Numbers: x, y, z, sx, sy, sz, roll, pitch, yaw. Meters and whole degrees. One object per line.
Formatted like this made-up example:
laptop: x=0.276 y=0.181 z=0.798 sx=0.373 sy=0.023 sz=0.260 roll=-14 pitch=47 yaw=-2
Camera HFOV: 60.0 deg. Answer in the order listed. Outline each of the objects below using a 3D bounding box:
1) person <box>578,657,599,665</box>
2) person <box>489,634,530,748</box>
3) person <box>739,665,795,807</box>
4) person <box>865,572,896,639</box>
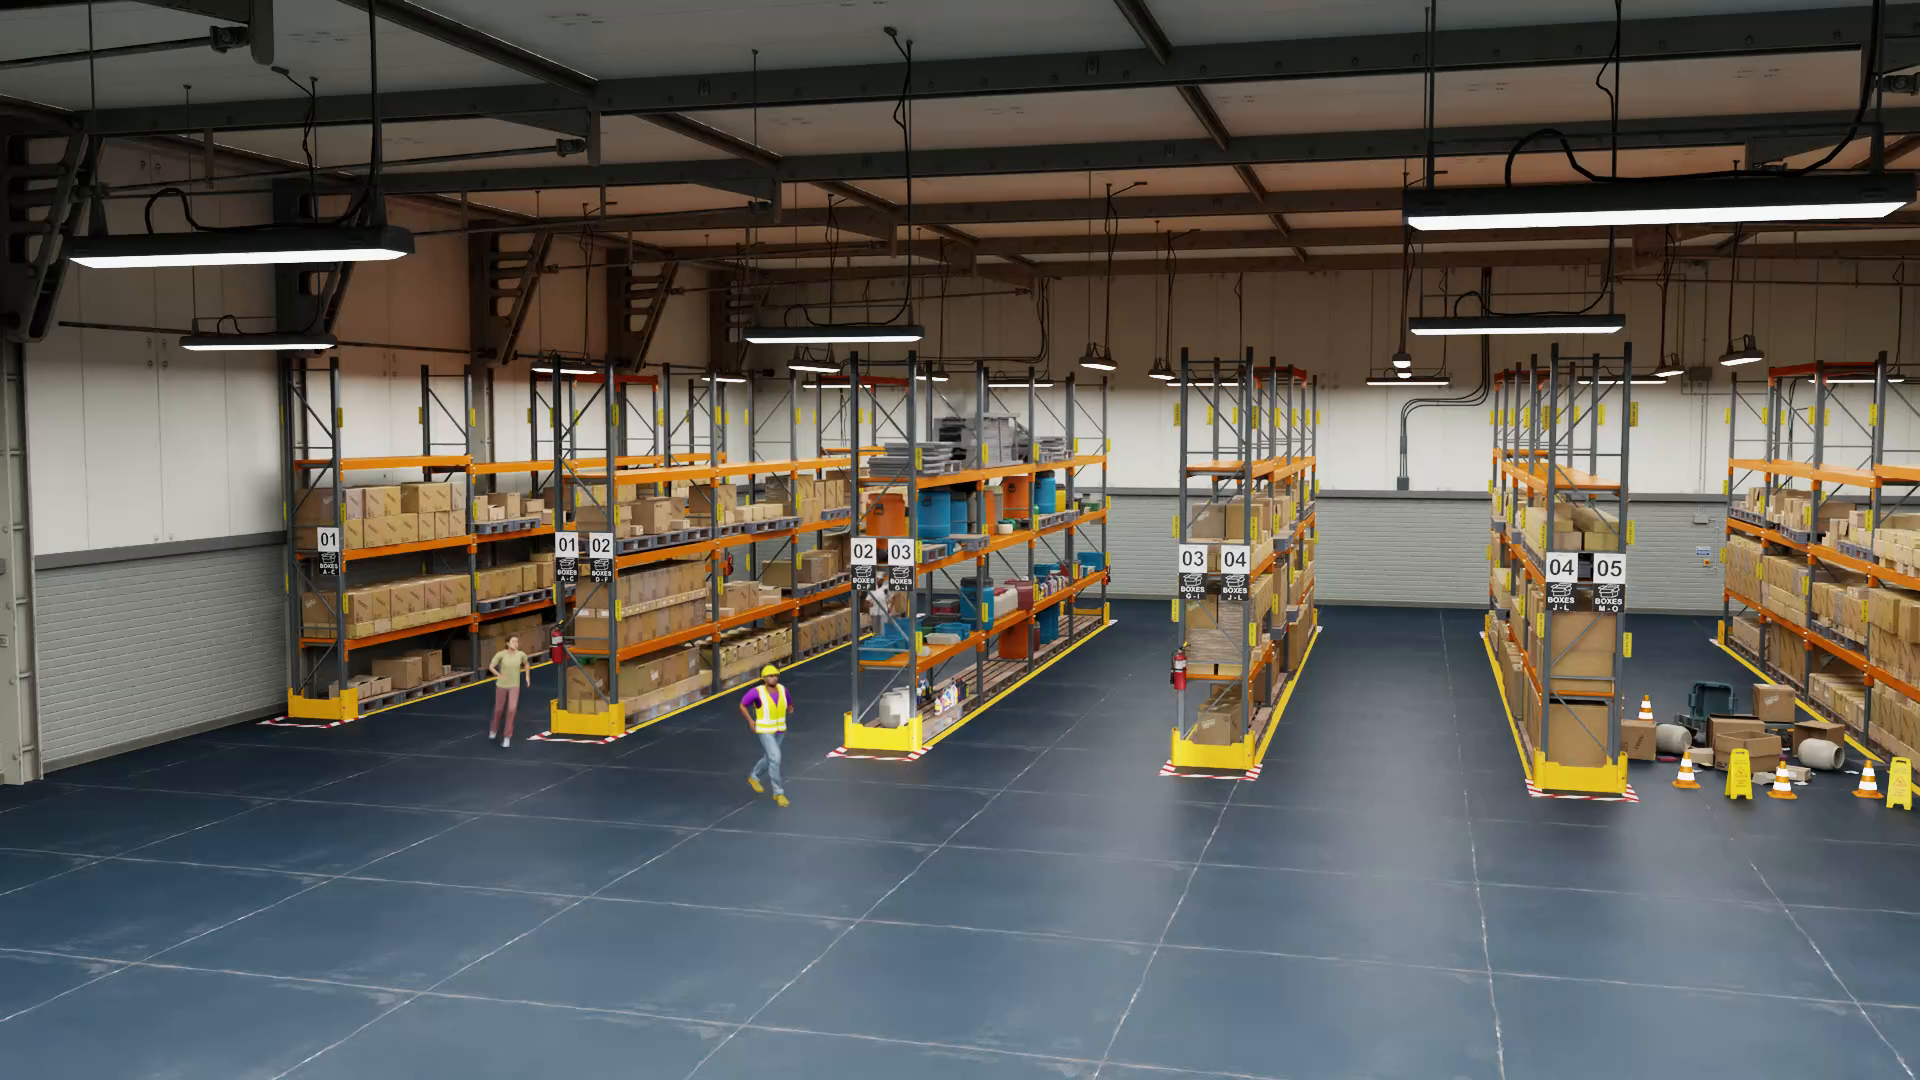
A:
person: x=-6.601 y=1.944 z=29.796 sx=0.651 sy=1.743 sz=0.585 roll=1 pitch=4 yaw=8
person: x=-6.923 y=2.287 z=25.603 sx=0.633 sy=1.693 sz=0.800 roll=-2 pitch=5 yaw=-24
person: x=-2.467 y=2.519 z=21.748 sx=0.676 sy=1.793 sz=0.909 roll=-4 pitch=6 yaw=-44
person: x=-1.562 y=1.483 z=32.301 sx=0.579 sy=1.726 sz=0.852 roll=0 pitch=4 yaw=5
